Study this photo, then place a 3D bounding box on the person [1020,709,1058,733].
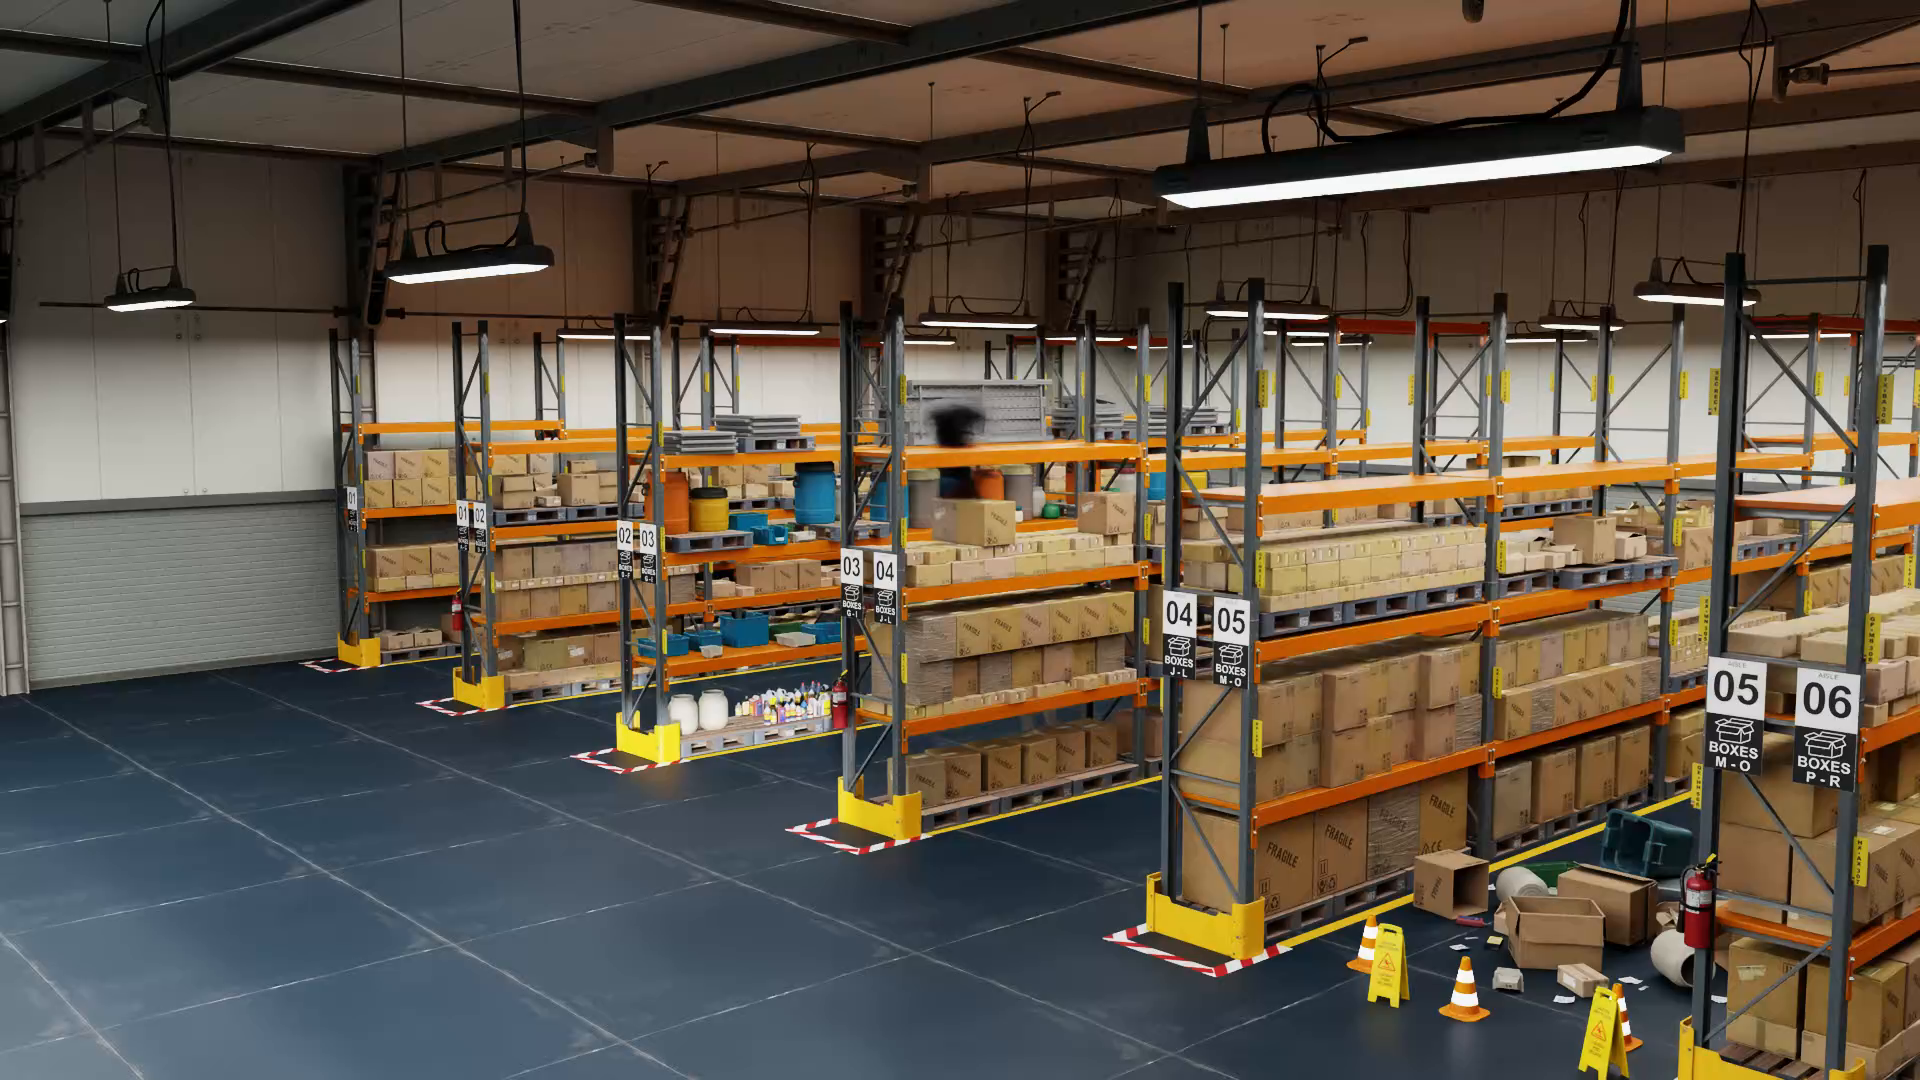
[{"bbox_3d":[1.168,2.035,23.521,0.675,1.714,0.595,-5,8,-44],"label":"person"}]
